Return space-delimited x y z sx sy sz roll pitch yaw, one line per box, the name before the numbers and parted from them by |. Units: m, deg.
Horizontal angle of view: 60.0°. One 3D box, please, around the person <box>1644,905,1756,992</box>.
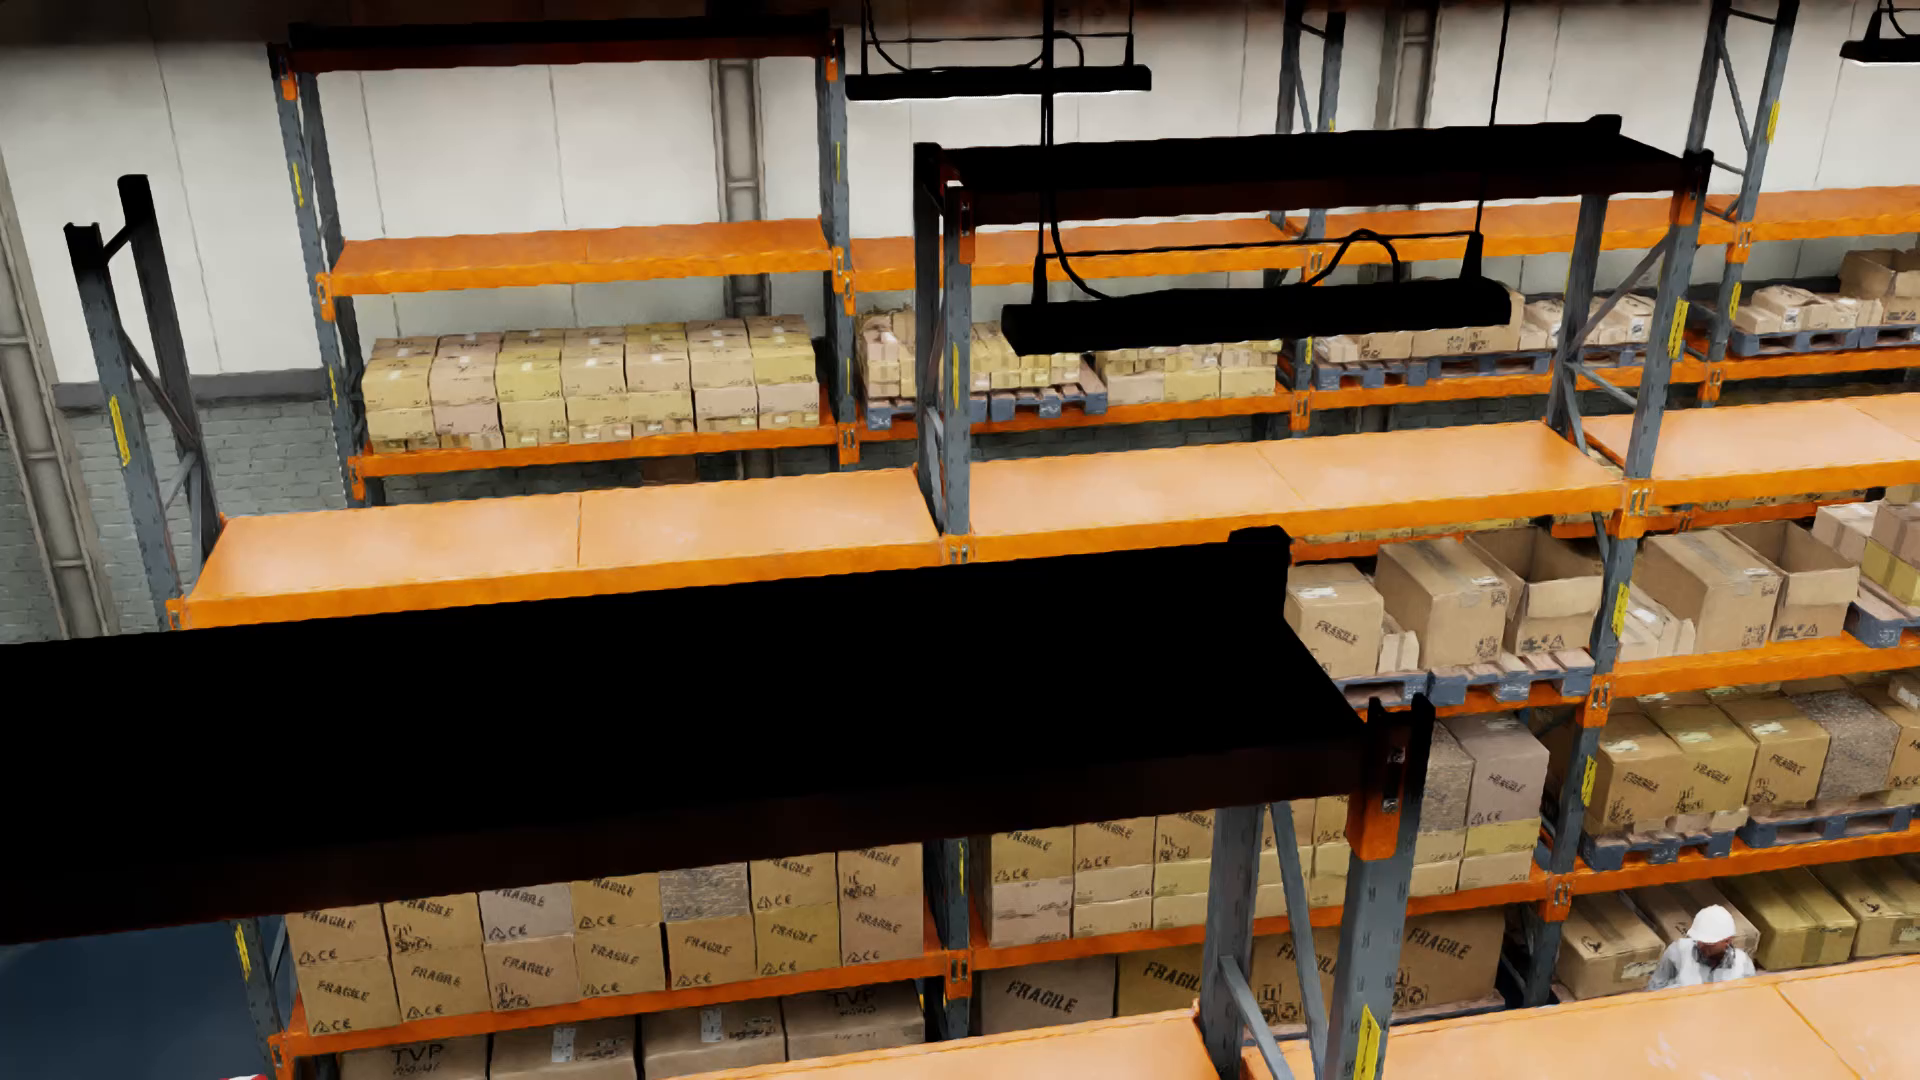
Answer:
person | 4.434 2.971 10.091 0.641 1.768 0.581 6 26 12
